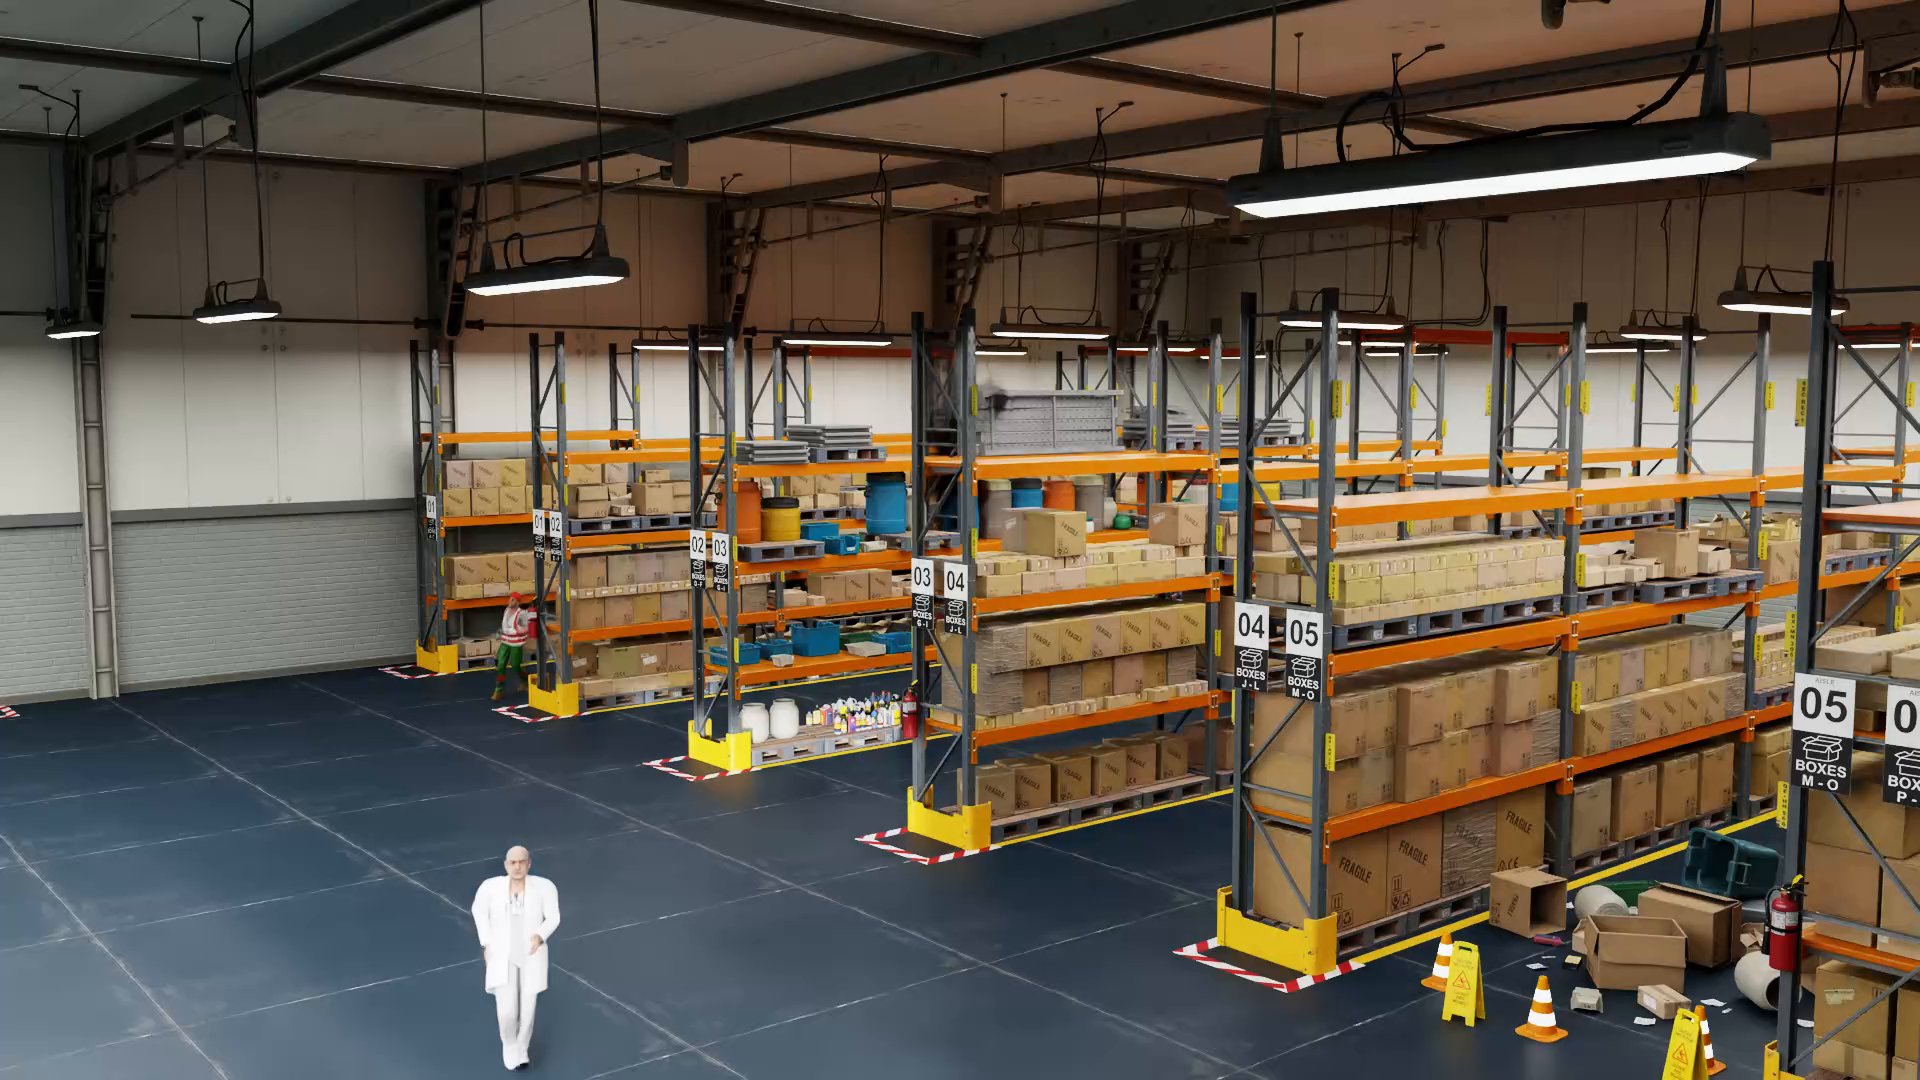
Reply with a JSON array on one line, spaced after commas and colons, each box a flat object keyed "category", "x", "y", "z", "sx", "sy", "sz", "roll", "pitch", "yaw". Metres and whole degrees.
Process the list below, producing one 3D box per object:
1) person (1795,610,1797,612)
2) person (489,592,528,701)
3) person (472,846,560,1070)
[{"category": "person", "x": 12.993, "y": 1.936, "z": 25.646, "sx": 0.841, "sy": 1.753, "sz": 0.665, "roll": -3, "pitch": 6, "yaw": -32}, {"category": "person", "x": -7.360, "y": 1.743, "z": 27.585, "sx": 0.678, "sy": 1.800, "sz": 0.918, "roll": 2, "pitch": 6, "yaw": 25}, {"category": "person", "x": -3.317, "y": 3.141, "z": 12.477, "sx": 0.627, "sy": 1.723, "sz": 0.760, "roll": -2, "pitch": 6, "yaw": -18}]
